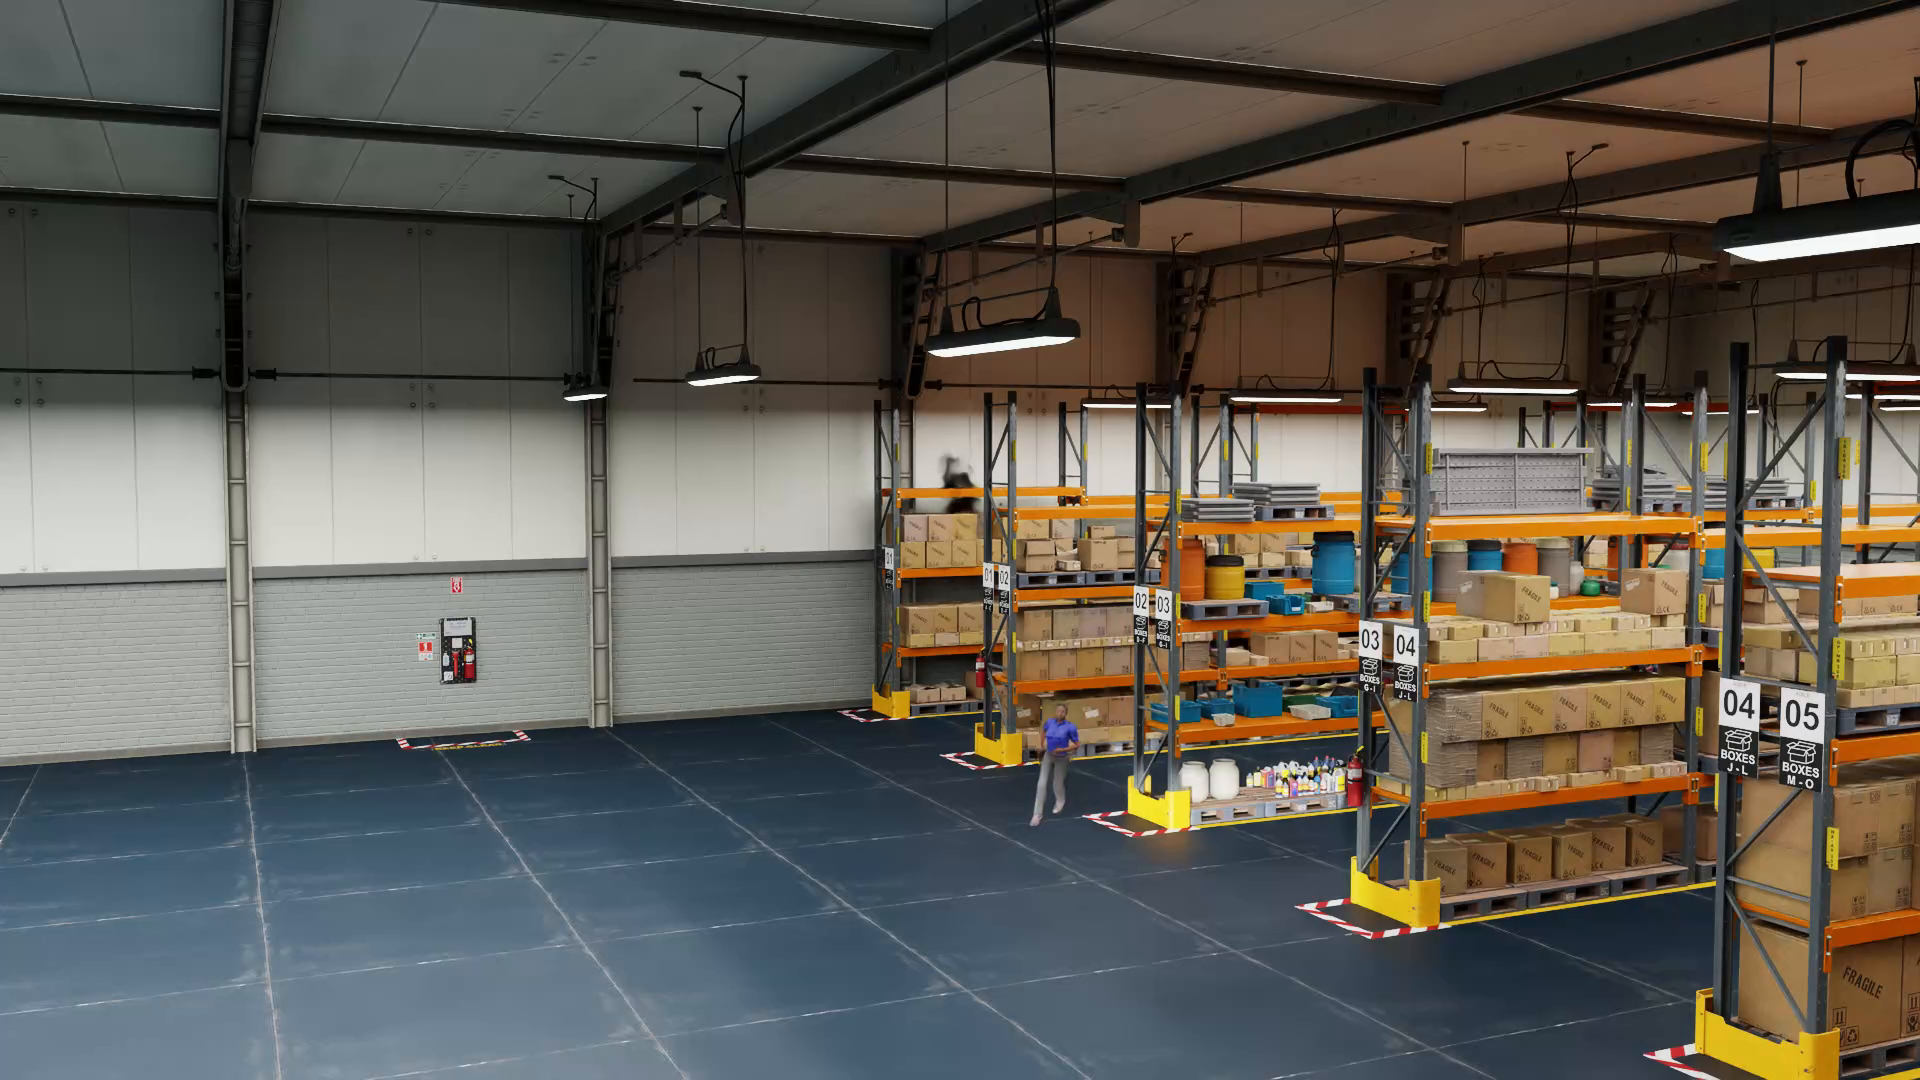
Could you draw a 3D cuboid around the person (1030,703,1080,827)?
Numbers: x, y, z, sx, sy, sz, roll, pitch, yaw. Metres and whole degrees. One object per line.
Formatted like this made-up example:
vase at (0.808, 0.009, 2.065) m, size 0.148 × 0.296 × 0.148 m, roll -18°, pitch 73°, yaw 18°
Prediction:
person at (1.341, 3.031, 22.702) m, size 0.599 × 1.651 × 0.878 m, roll 1°, pitch 4°, yaw 22°
